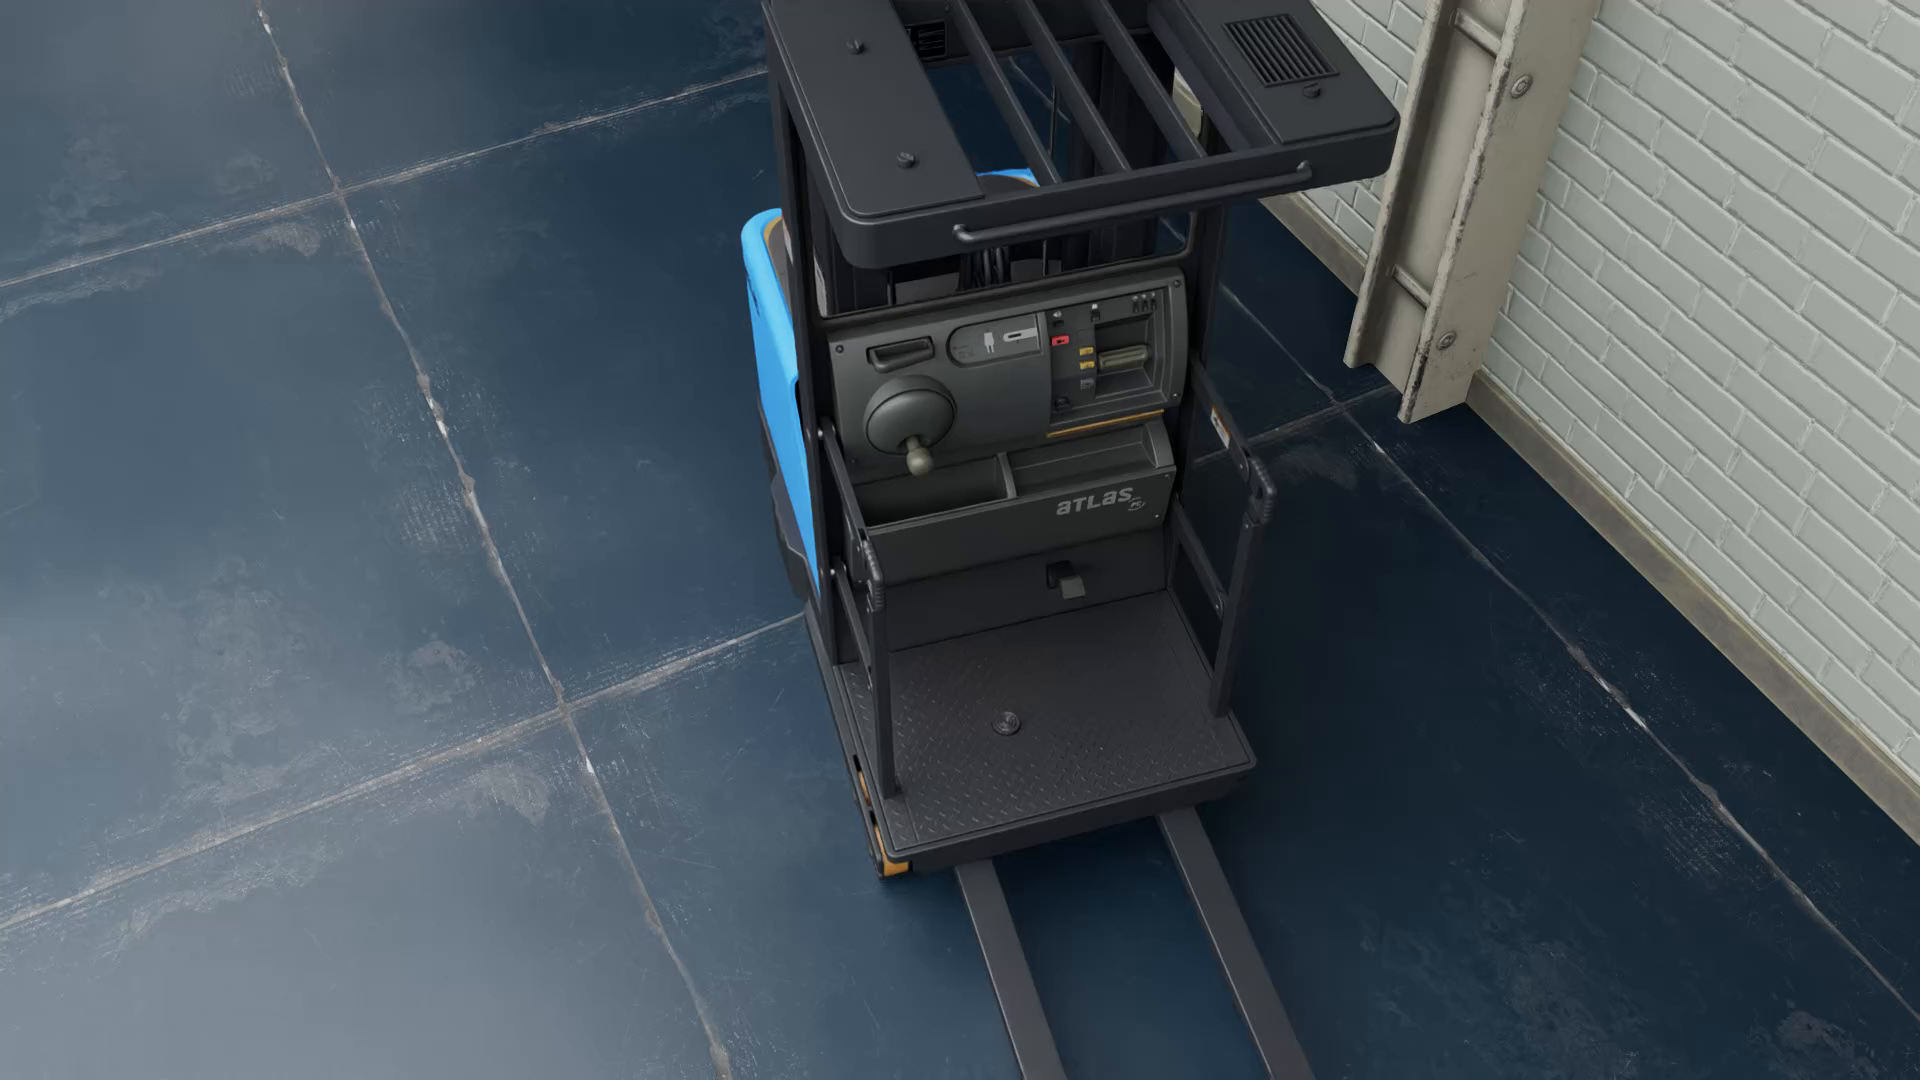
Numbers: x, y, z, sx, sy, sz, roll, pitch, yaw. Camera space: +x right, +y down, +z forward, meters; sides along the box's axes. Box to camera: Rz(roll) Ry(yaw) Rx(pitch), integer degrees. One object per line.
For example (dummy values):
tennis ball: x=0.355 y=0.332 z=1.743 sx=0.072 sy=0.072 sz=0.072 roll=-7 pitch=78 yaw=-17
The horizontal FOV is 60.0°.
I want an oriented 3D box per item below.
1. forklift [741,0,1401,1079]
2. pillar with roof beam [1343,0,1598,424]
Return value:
forklift: x=0.196 y=-0.321 z=4.083 sx=1.130 sy=2.935 sz=3.031 roll=-12 pitch=50 yaw=-11
pillar with roof beam: x=-2.141 y=-2.089 z=1.599 sx=9.100 sy=9.000 sz=0.400 roll=-21 pitch=52 yaw=-18
